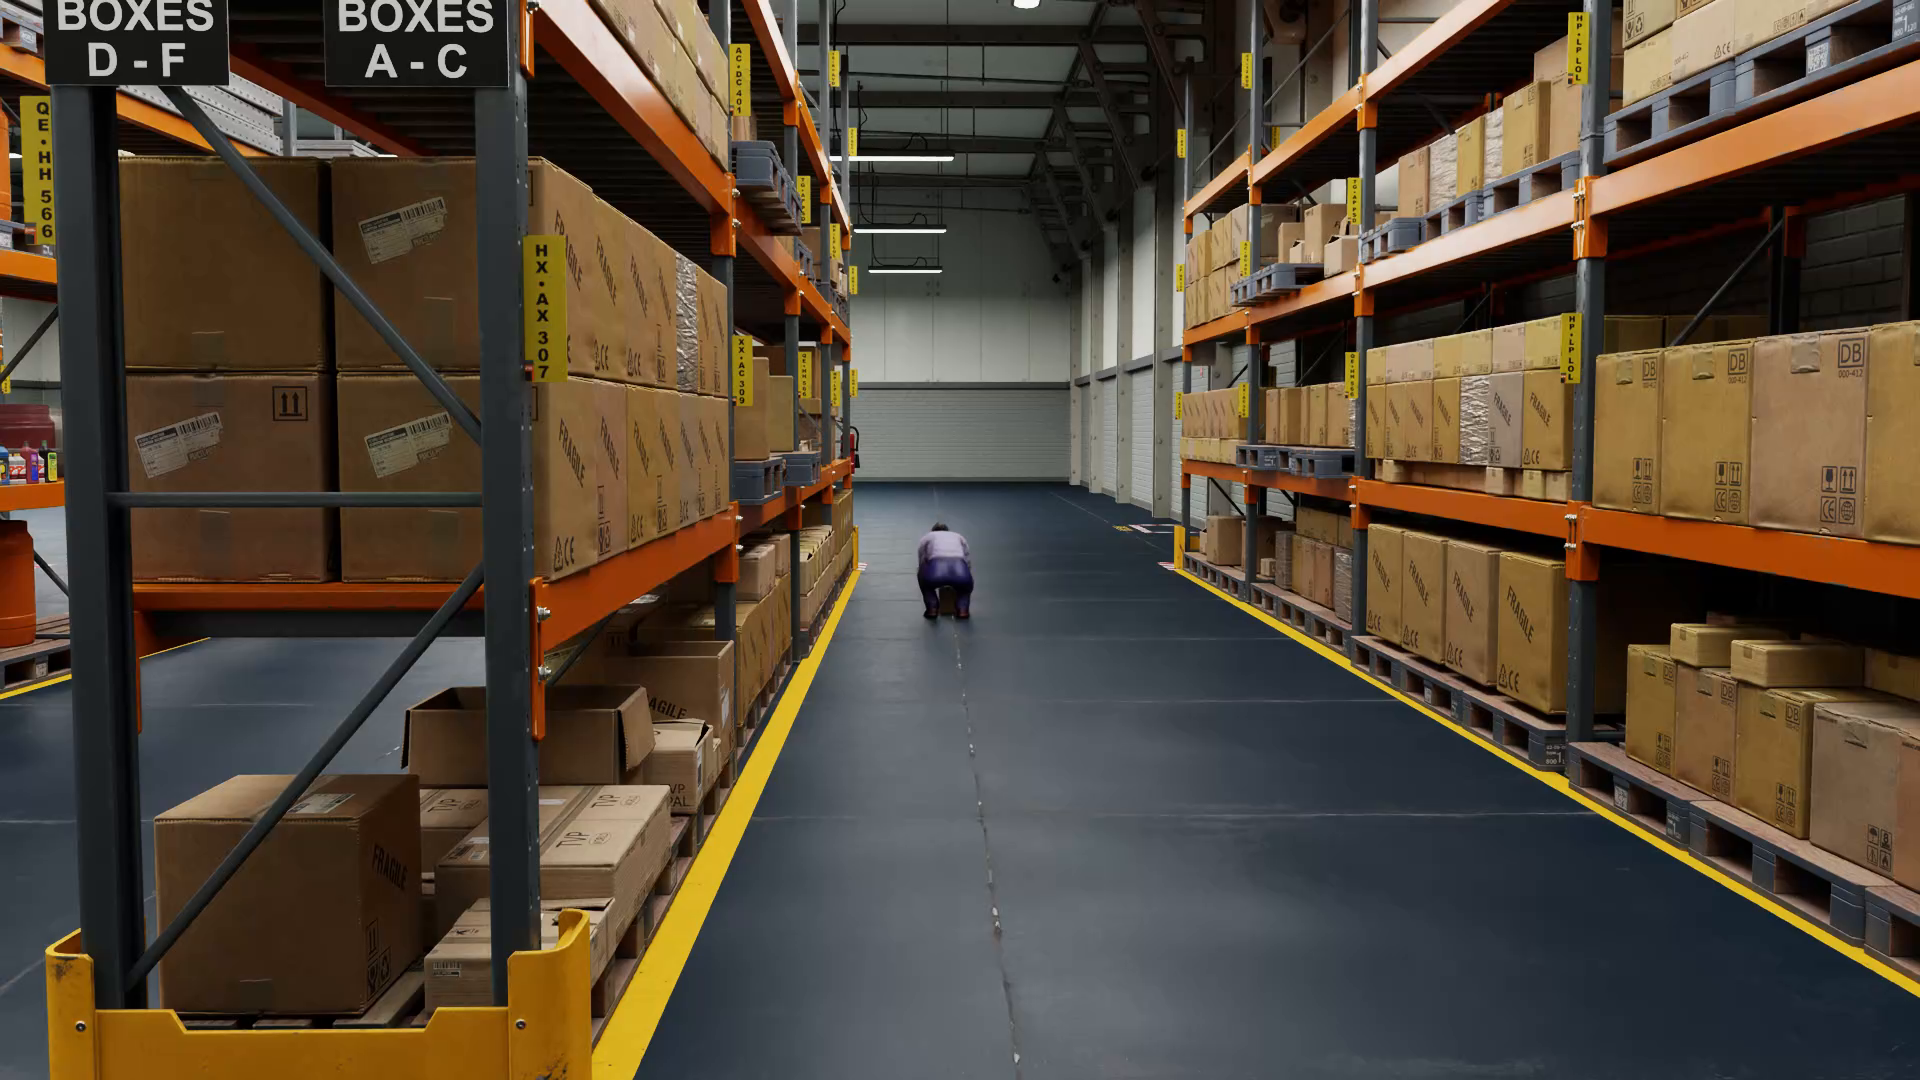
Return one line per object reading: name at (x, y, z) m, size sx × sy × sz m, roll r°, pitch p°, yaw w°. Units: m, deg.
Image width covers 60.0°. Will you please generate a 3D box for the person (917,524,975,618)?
person at (-0.126, 0.276, 14.809) m, size 0.519 × 0.813 × 0.819 m, roll 0°, pitch 4°, yaw -1°
